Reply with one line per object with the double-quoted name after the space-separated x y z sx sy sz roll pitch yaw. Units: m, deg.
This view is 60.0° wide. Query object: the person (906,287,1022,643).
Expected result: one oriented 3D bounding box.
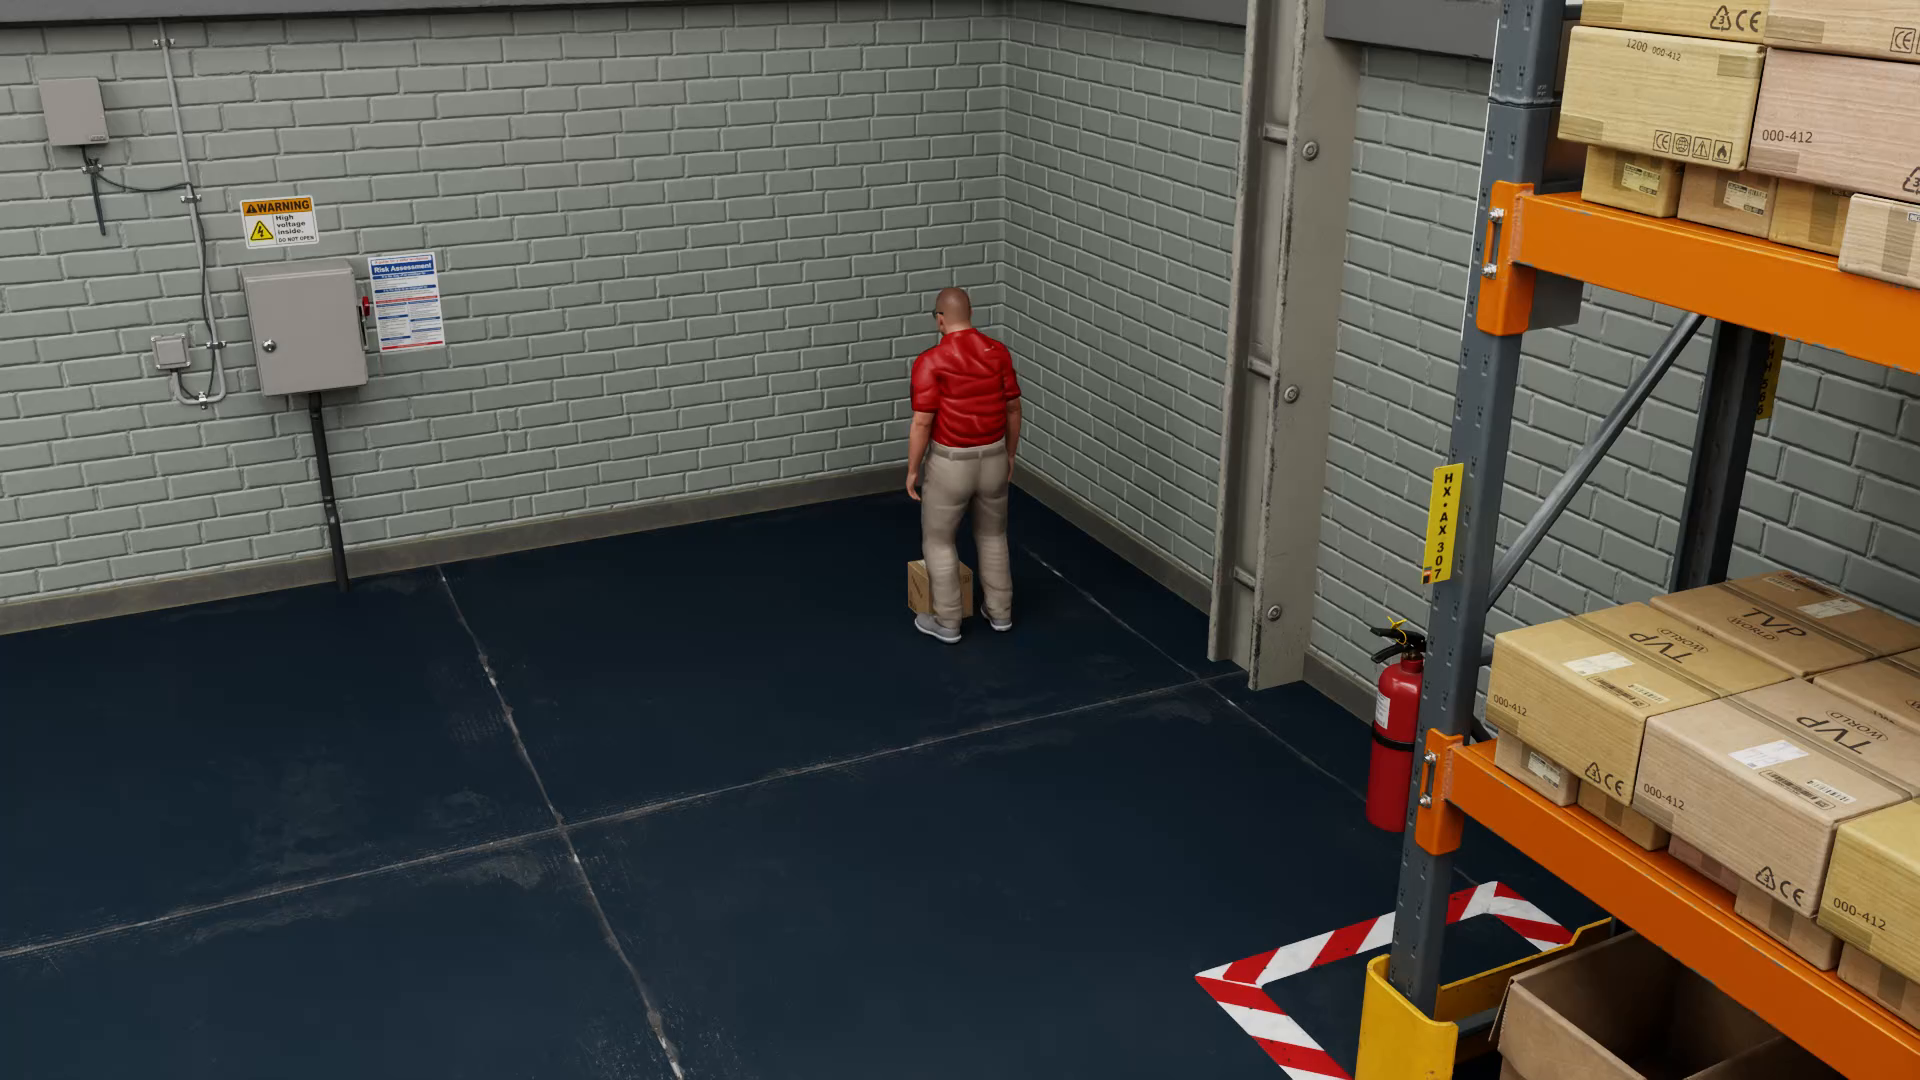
0.014 -0.352 7.978 0.588 1.726 0.389 -10 24 -24 "person"
